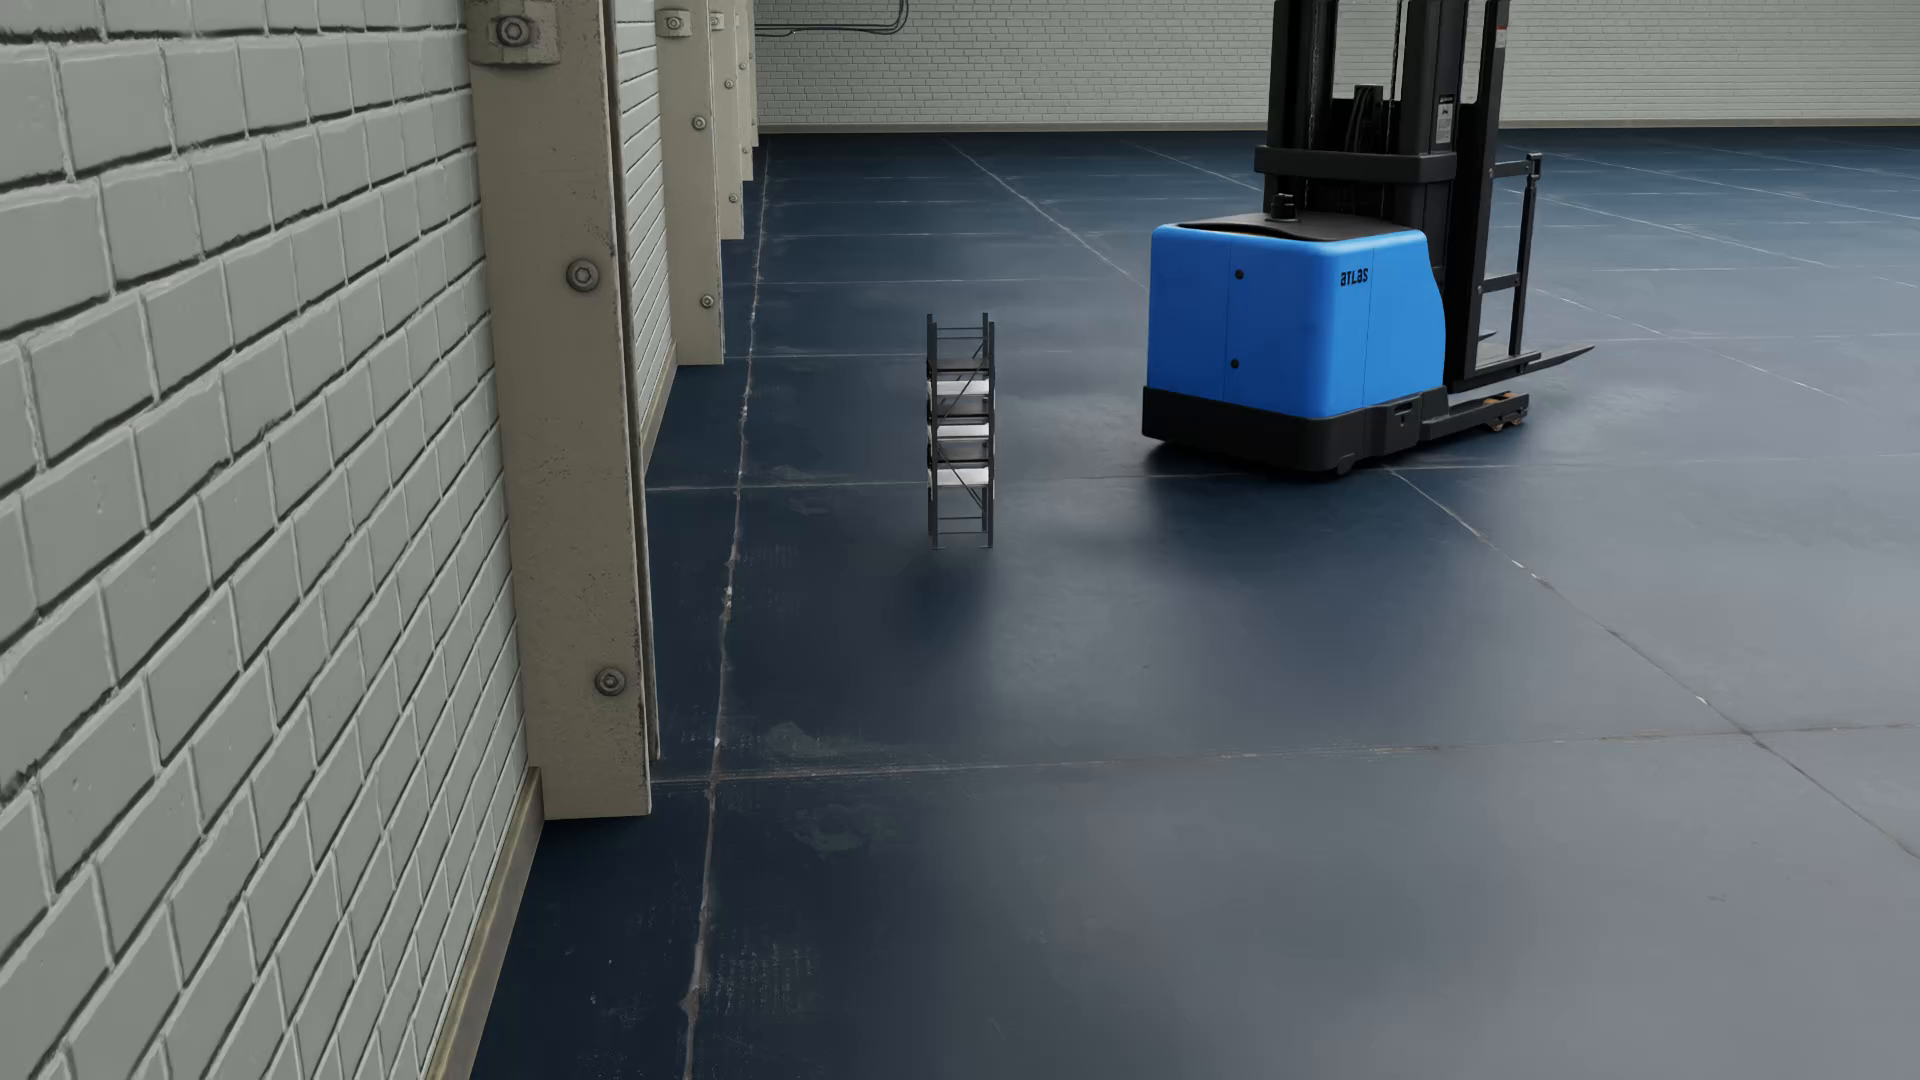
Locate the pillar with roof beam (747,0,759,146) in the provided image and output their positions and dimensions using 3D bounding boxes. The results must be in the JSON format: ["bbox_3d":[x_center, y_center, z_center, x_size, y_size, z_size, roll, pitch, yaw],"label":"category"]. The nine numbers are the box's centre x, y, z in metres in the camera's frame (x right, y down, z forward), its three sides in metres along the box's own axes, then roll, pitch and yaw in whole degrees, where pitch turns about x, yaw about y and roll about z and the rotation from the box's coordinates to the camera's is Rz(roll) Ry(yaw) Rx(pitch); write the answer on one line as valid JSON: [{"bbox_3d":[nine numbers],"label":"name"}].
[{"bbox_3d":[0.817,-10.908,26.400,9.100,9.000,0.400,-2,18,-6],"label":"pillar with roof beam"}]

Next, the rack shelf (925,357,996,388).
[{"bbox_3d":[0.001,-0.653,6.464,0.258,0.077,0.200,-2,18,-6],"label":"rack shelf"}]

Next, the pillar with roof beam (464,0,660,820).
[{"bbox_3d":[3.292,-3.758,3.624,9.100,9.000,0.400,-2,18,-6],"label":"pillar with roof beam"}]

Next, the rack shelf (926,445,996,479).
[{"bbox_3d":[0.001,-0.309,6.572,0.258,0.077,0.200,-2,18,-6],"label":"rack shelf"}]

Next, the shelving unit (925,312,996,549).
[{"bbox_3d":[0.001,-0.427,6.535,0.258,0.900,0.210,-2,18,-6],"label":"shelving unit"}]

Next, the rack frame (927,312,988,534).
[{"bbox_3d":[-0.010,-0.457,6.631,0.240,0.900,0.006,-2,18,-6],"label":"rack frame"}]

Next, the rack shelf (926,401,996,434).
[{"bbox_3d":[0.001,-0.481,6.518,0.258,0.077,0.200,-2,18,-6],"label":"rack shelf"}]

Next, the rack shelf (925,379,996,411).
[{"bbox_3d":[0.001,-0.567,6.491,0.258,0.077,0.200,-2,18,-6],"label":"rack shelf"}]

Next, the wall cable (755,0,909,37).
[{"bbox_3d":[-2.454,-10.213,29.367,3.097,2.526,0.112,-2,18,-6],"label":"wall cable"}]

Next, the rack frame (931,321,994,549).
[{"bbox_3d":[0.011,-0.397,6.438,0.240,0.900,0.006,-2,18,-6],"label":"rack frame"}]

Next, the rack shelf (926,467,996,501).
[{"bbox_3d":[0.001,-0.223,6.598,0.258,0.077,0.200,-2,18,-6],"label":"rack shelf"}]

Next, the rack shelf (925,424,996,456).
[{"bbox_3d":[0.001,-0.395,6.545,0.258,0.077,0.200,-2,18,-6],"label":"rack shelf"}]

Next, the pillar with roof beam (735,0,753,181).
[{"bbox_3d":[1.436,-9.121,20.706,9.100,9.000,0.400,-2,18,-6],"label":"pillar with roof beam"}]

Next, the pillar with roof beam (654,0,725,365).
[{"bbox_3d":[2.673,-5.546,9.318,9.100,9.000,0.400,-2,18,-6],"label":"pillar with roof beam"}]

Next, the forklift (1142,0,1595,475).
[{"bbox_3d":[2.291,-2.048,8.308,3.031,2.935,1.130,-16,24,-42],"label":"forklift"}]

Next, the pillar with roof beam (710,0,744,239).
[{"bbox_3d":[2.054,-7.333,15.012,9.100,9.000,0.400,-2,18,-6],"label":"pillar with roof beam"}]
